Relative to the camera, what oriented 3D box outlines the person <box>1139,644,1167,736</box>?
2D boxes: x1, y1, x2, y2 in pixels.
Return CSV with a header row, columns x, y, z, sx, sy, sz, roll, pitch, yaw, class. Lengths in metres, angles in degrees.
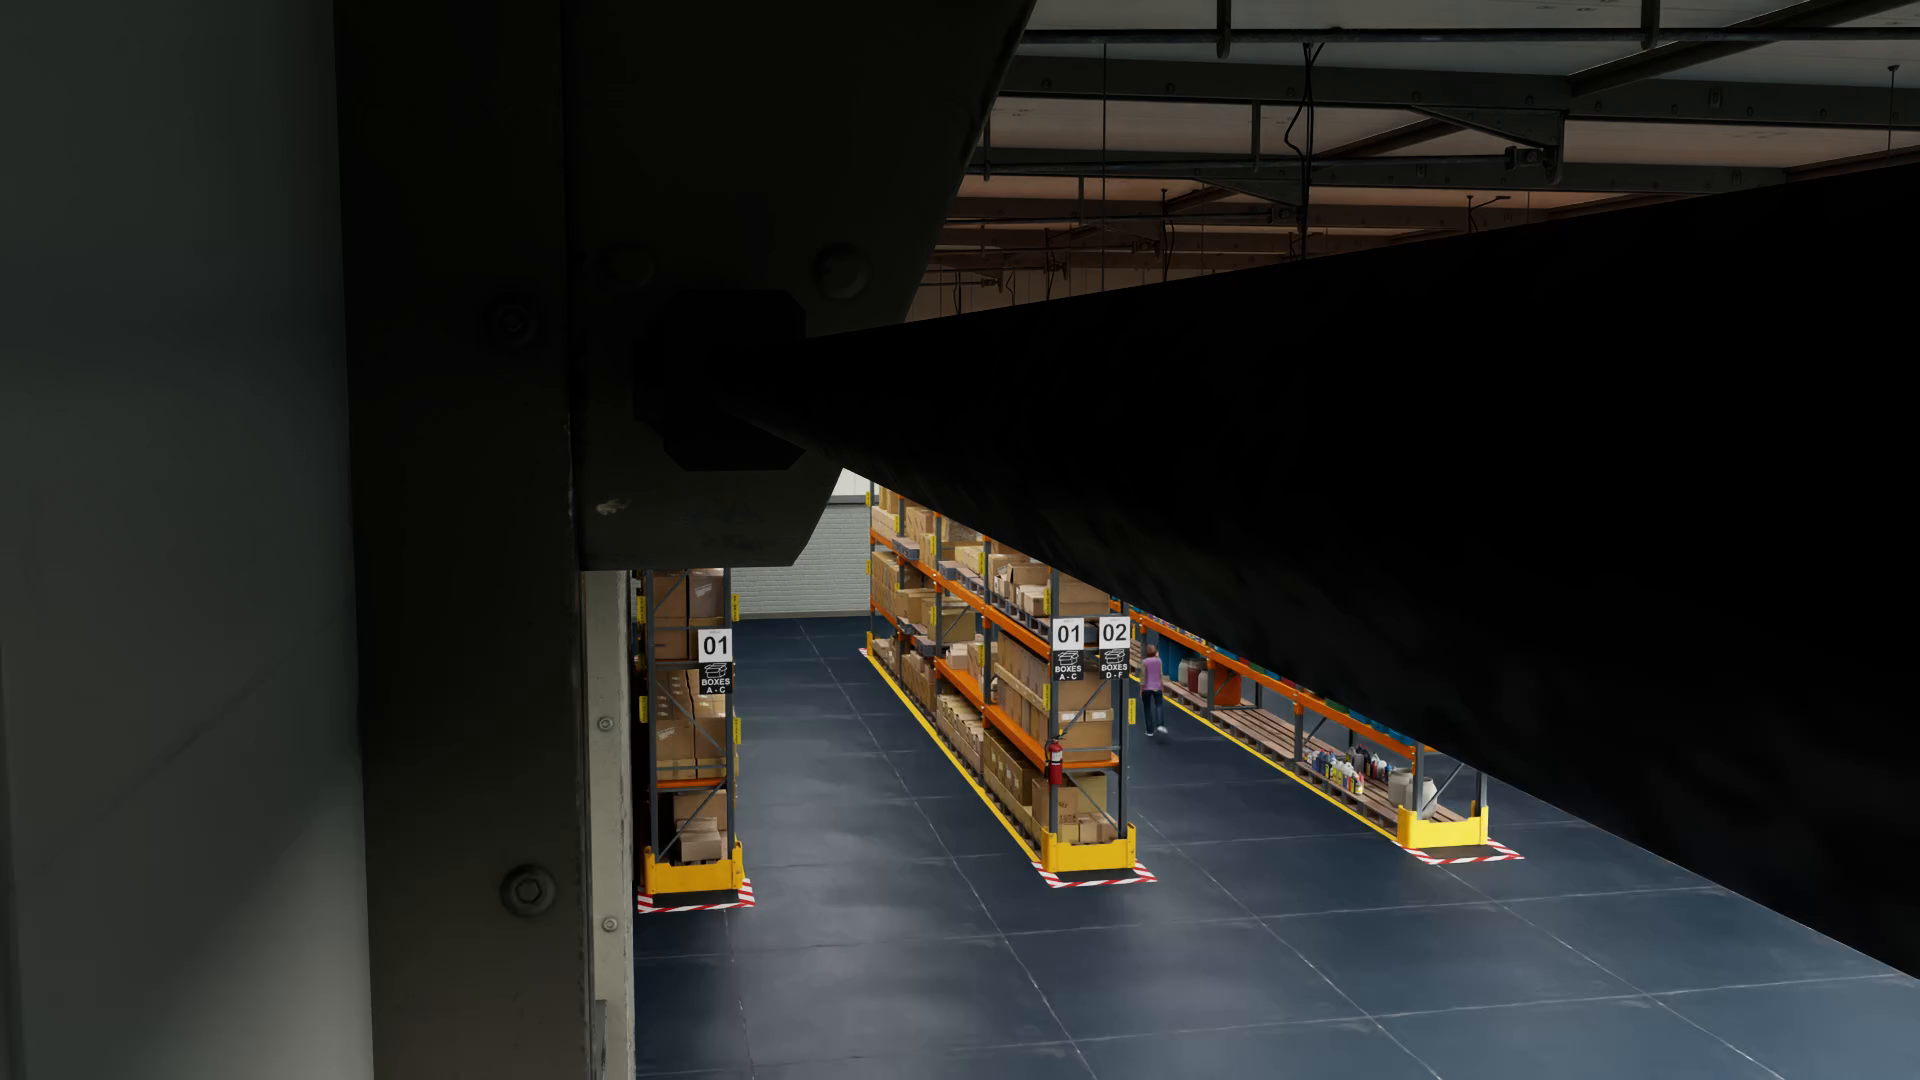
x,y,z,sx,sy,sz,roll,pitch,yaw,class
3.299,2.573,28.455,0.468,1.597,0.440,-1,6,-9,person
